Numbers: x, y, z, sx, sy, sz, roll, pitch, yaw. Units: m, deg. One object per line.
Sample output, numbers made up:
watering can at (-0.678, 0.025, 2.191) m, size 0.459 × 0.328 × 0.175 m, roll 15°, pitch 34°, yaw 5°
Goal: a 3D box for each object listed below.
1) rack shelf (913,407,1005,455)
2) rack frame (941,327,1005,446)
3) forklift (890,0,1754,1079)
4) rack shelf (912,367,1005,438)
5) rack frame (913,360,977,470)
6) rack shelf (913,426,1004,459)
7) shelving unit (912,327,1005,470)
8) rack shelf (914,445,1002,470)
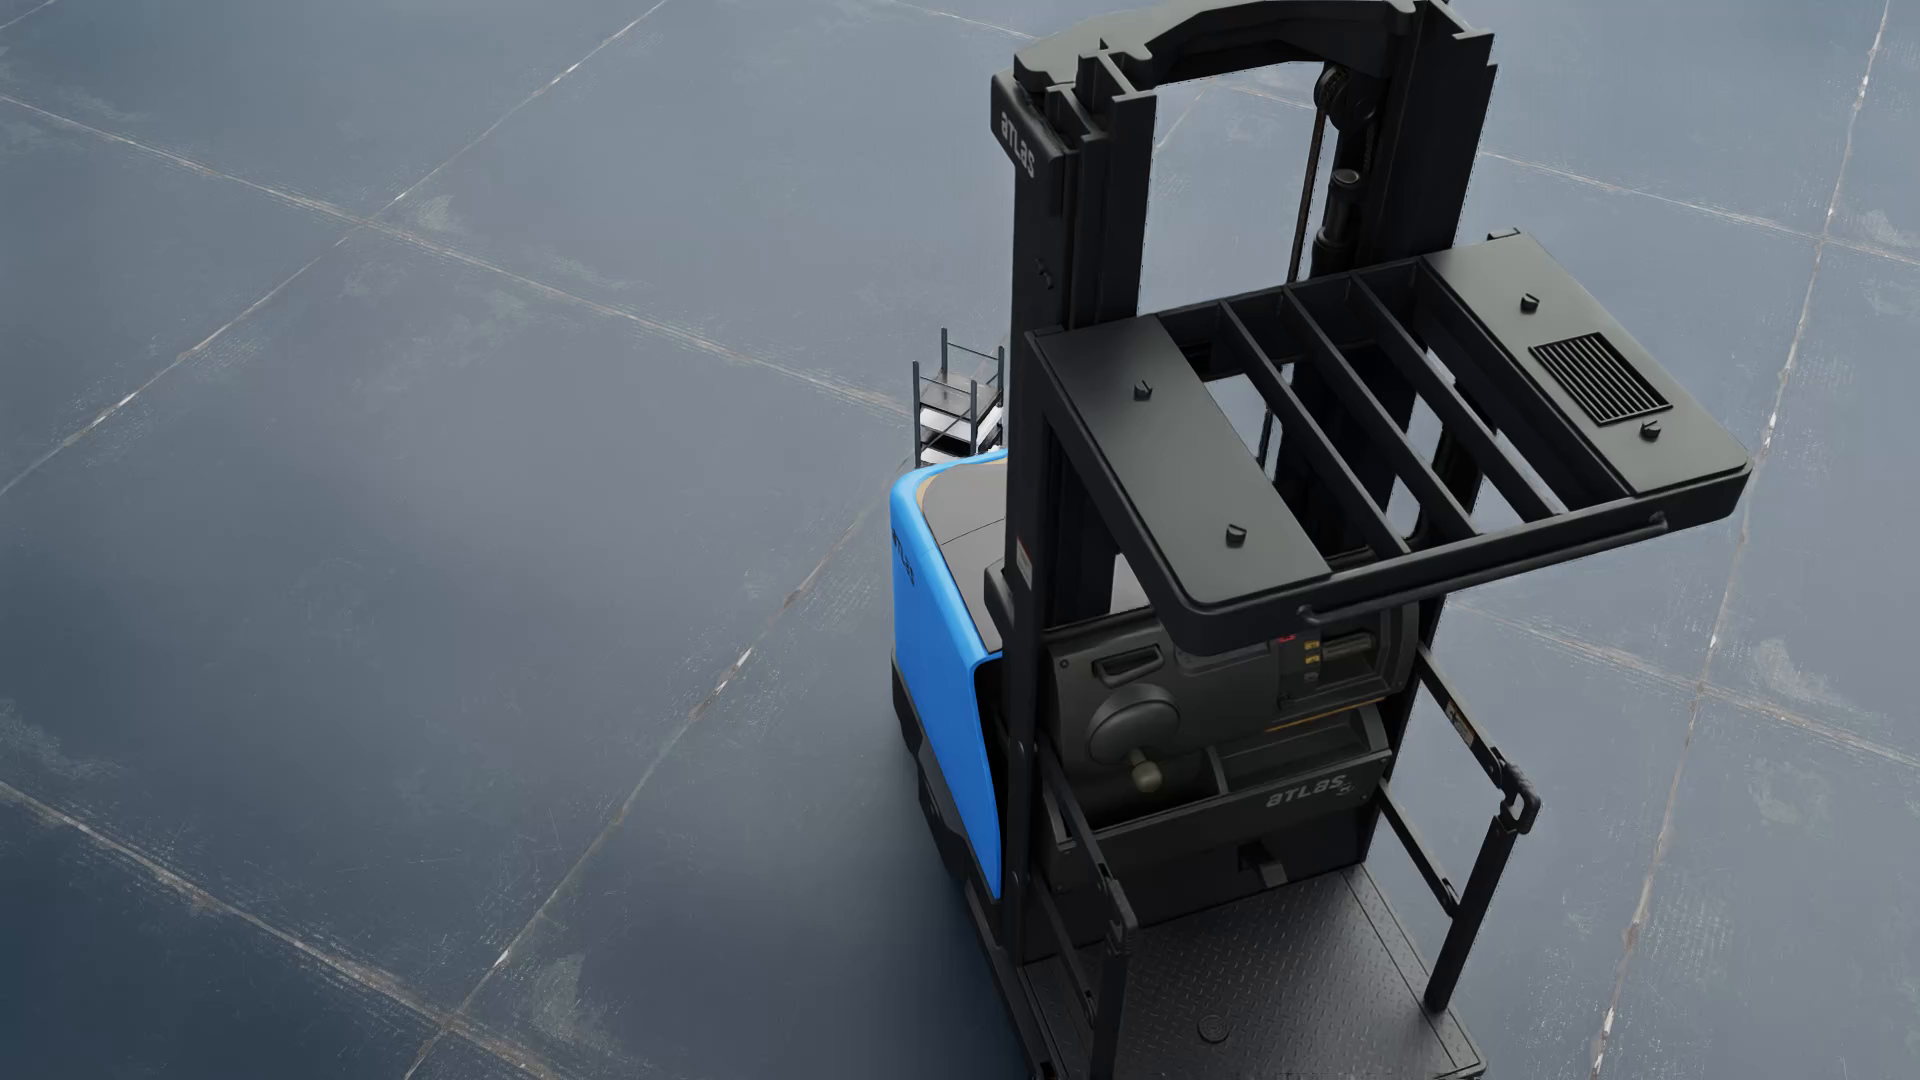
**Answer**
rack shelf at (-0.004, -0.414, 5.821) m, size 0.258 × 0.077 × 0.200 m, roll 20°, pitch 49°, yaw 19°
rack frame at (0.043, -0.375, 5.988) m, size 0.240 × 0.900 × 0.006 m, roll 20°, pitch 49°, yaw 19°
forklift at (0.731, 0.412, 3.782) m, size 1.130 × 2.935 × 3.031 m, roll -14°, pitch 47°, yaw -13°
rack shelf at (-0.004, -0.478, 5.757) m, size 0.258 × 0.077 × 0.200 m, roll 20°, pitch 49°, yaw 19°
rack frame at (-0.051, -0.247, 5.862) m, size 0.240 × 0.900 × 0.006 m, roll 20°, pitch 49°, yaw 19°
rack shelf at (-0.004, -0.351, 5.885) m, size 0.258 × 0.077 × 0.200 m, roll 20°, pitch 49°, yaw 19°
shelving unit at (-0.004, -0.311, 5.925) m, size 0.258 × 0.900 × 0.210 m, roll 20°, pitch 49°, yaw 19°
rack shelf at (-0.004, -0.288, 5.949) m, size 0.258 × 0.077 × 0.200 m, roll 20°, pitch 49°, yaw 19°
